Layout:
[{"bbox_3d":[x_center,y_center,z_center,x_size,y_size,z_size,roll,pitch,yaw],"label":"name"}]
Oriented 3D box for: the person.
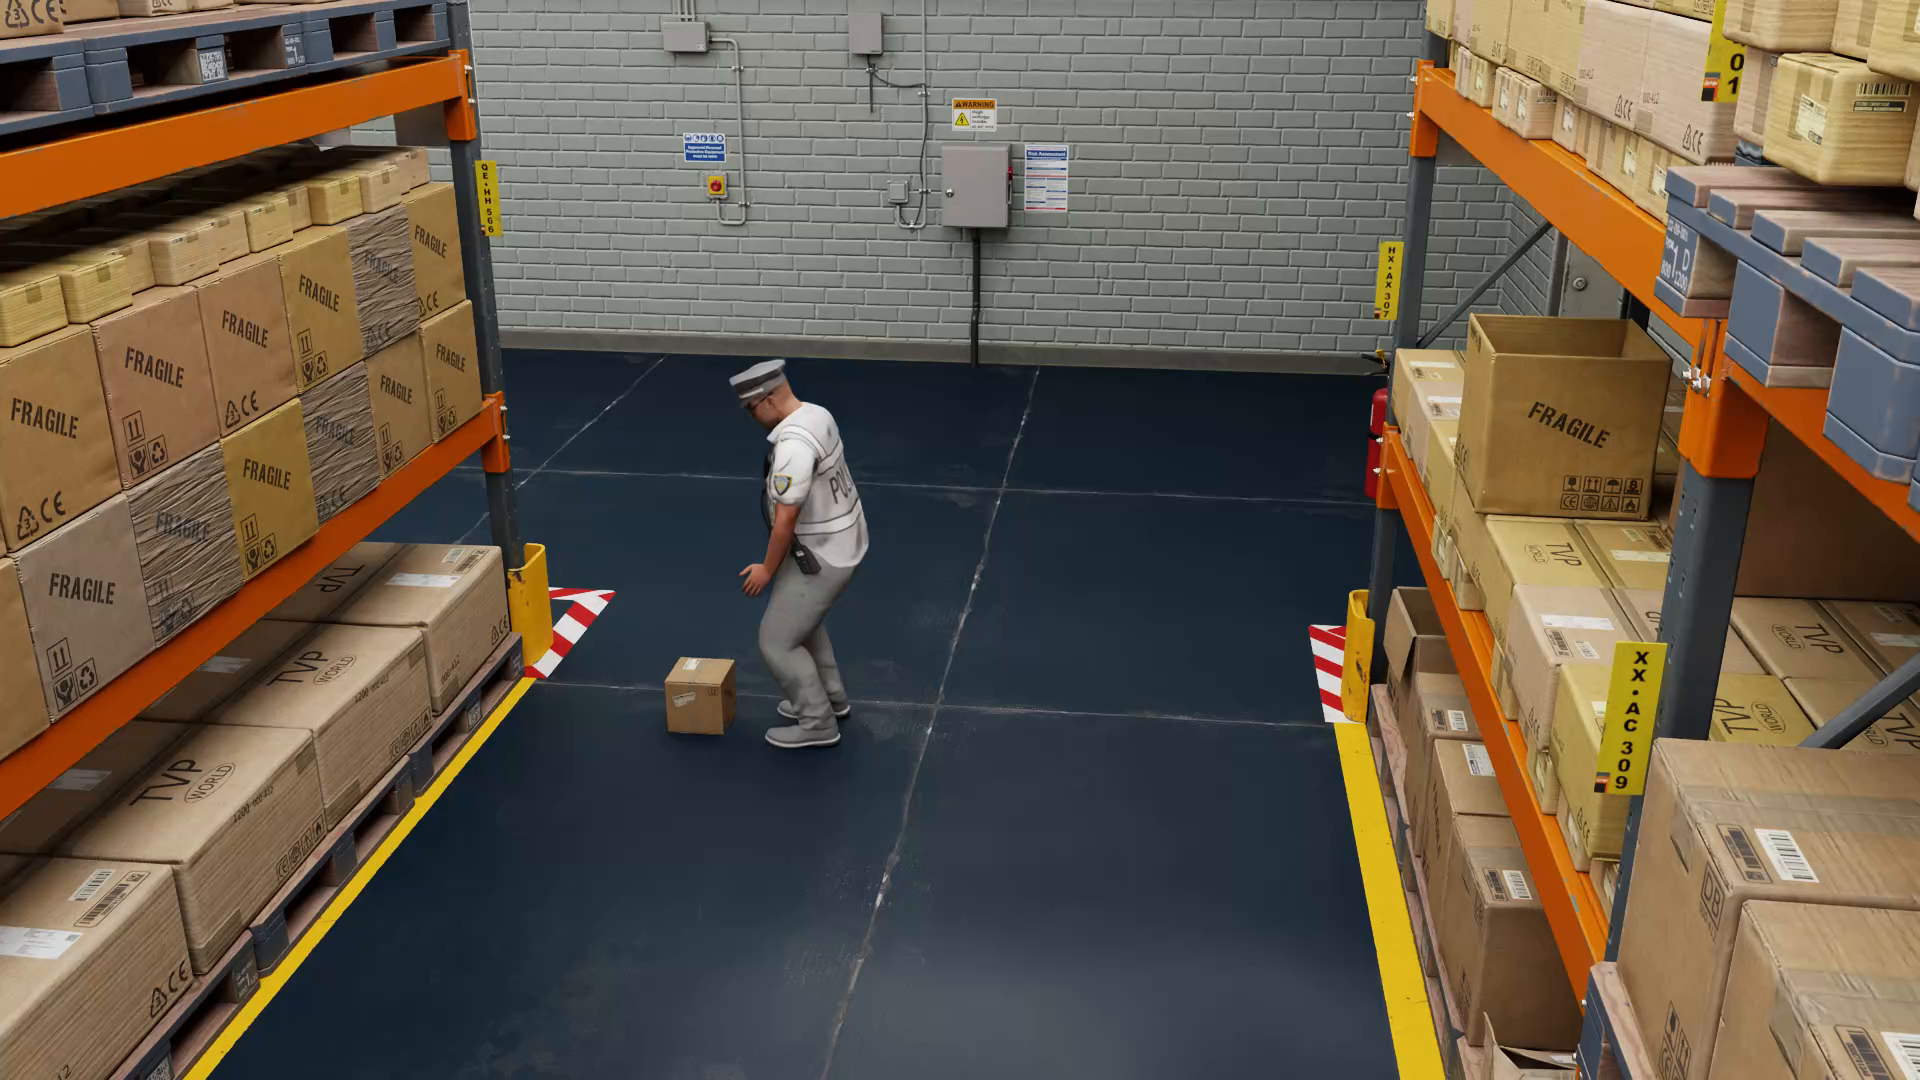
[{"bbox_3d":[-0.670,0.066,7.024,0.539,1.679,0.564,3,21,8],"label":"person"}]
